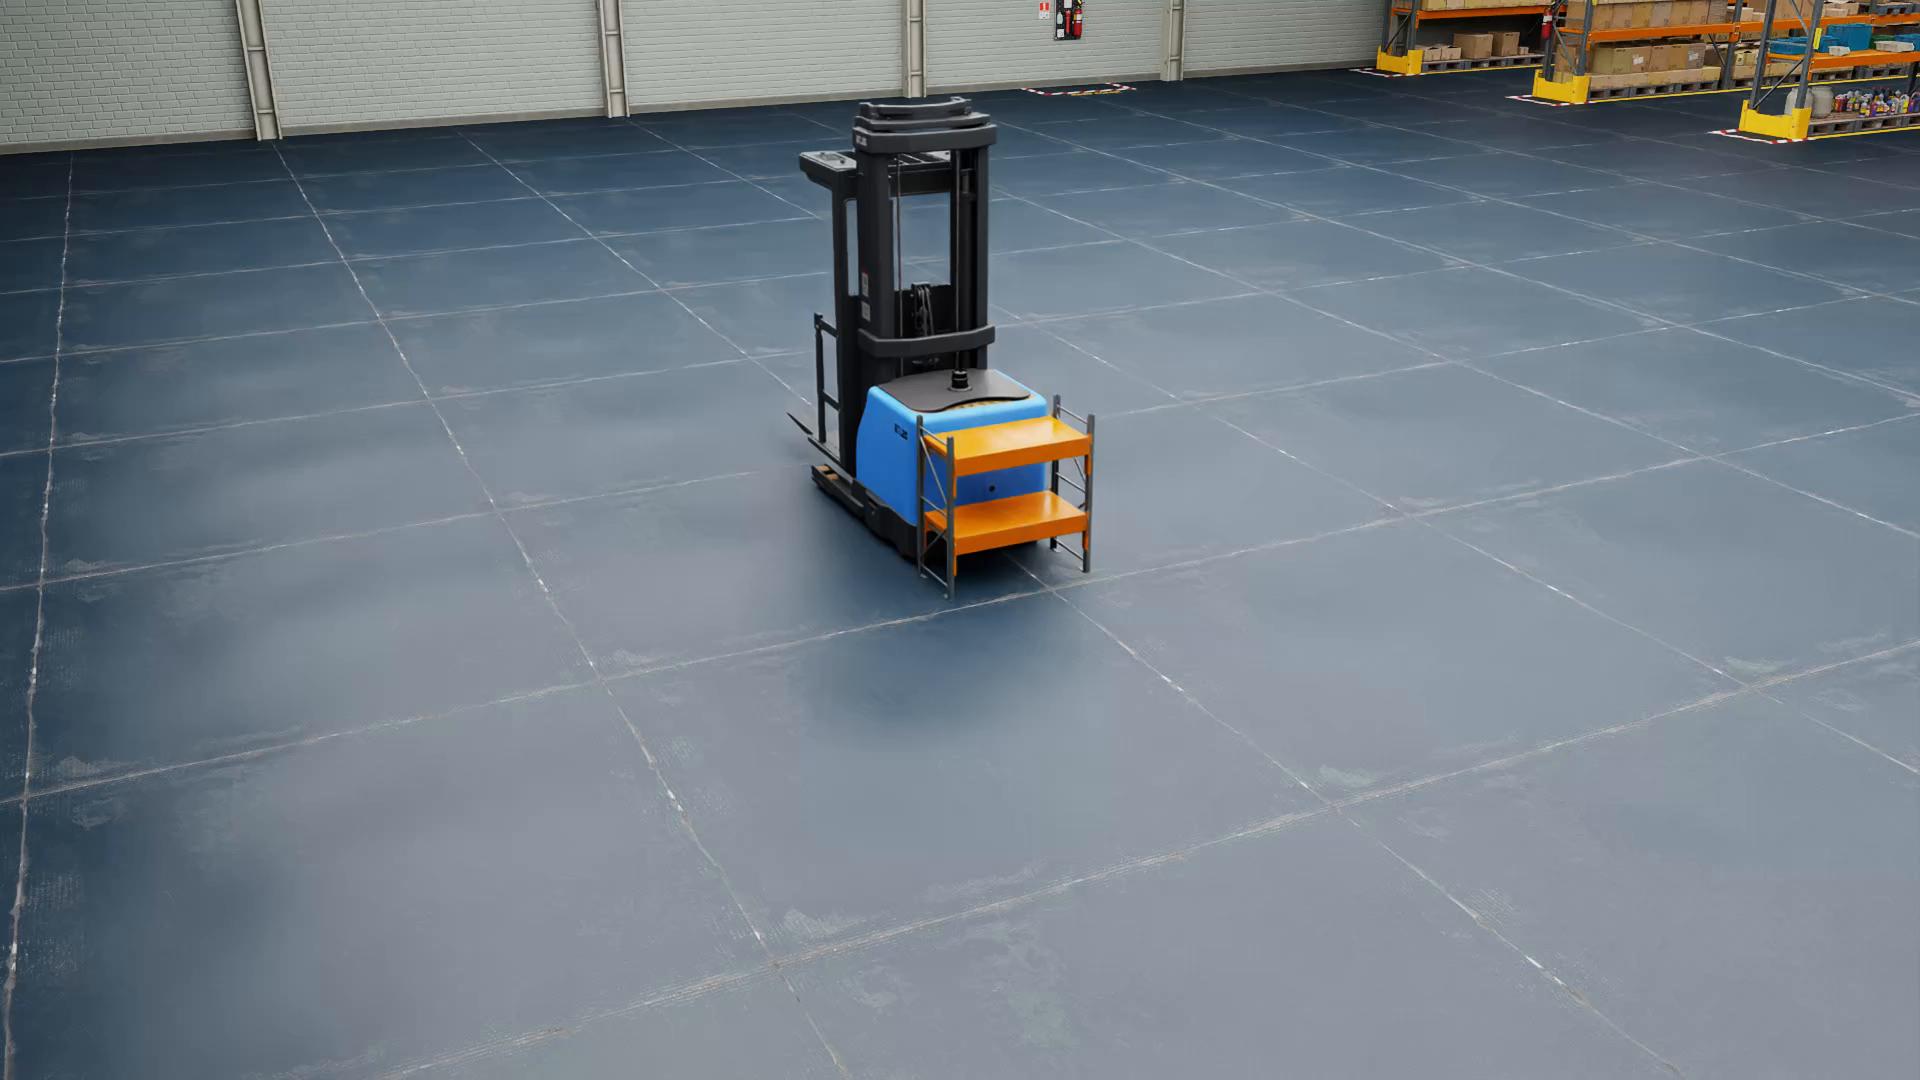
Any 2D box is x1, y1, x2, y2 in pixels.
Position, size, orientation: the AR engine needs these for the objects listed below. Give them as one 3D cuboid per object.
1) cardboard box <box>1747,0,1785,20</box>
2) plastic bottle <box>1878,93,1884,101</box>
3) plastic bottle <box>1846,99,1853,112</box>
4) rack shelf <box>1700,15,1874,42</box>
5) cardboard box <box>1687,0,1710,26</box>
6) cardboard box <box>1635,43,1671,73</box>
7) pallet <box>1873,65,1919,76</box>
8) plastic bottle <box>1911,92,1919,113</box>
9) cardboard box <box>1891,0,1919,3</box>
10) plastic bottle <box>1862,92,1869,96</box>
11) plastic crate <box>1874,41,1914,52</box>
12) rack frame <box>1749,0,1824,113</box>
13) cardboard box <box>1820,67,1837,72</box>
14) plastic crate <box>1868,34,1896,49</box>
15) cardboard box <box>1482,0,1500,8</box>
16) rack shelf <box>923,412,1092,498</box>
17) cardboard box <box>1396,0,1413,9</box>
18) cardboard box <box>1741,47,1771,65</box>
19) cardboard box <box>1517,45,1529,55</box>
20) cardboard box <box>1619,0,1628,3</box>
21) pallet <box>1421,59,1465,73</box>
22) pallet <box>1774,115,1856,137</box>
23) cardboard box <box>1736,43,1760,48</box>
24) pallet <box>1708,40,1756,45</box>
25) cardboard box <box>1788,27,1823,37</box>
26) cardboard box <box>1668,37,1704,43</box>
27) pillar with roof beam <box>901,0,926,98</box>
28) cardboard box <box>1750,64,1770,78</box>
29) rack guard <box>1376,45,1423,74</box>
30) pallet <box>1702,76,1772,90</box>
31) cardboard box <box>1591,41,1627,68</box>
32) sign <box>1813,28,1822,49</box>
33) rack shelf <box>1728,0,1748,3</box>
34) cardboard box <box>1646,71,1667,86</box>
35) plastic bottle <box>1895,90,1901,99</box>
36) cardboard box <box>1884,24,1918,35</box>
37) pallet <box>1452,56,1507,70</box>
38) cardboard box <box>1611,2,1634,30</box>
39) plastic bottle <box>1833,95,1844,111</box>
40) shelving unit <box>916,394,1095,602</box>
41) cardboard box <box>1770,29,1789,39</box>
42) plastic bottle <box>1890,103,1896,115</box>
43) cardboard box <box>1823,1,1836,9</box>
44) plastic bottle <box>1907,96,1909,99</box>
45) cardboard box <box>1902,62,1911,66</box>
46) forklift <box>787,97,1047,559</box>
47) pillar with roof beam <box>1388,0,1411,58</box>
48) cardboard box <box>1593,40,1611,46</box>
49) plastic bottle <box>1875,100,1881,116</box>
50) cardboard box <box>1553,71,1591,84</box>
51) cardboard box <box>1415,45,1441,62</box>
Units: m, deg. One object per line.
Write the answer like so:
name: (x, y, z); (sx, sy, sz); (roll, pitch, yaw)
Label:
cardboard box: (16.578, -10.984, 34.233); (0.500, 0.500, 0.500); (-9, 24, -20)
plastic bottle: (16.563, -7.907, 29.922); (0.097, 0.271, 0.097); (0, 22, 0)
plastic bottle: (15.844, -7.739, 29.607); (0.097, 0.201, 0.097); (0, 22, 0)
rack shelf: (17.206, -10.728, 34.685); (4.000, 0.370, 1.077); (-10, 25, -24)
cardboard box: (14.534, -10.609, 33.327); (0.500, 0.500, 0.700); (-11, 25, -24)
cardboard box: (13.732, -9.595, 33.074); (0.500, 0.500, 0.500); (-10, 25, -24)
pallet: (20.795, -10.415, 36.636); (1.213, 0.211, 1.003); (-10, 25, -24)
plastic bottle: (16.921, -7.762, 29.469); (0.185, 0.351, 0.144); (-12, 25, -26)
cardboard box: (20.434, -11.862, 35.804); (0.500, 0.500, 0.700); (-6, 23, -14)
plastic bottle: (16.305, -7.934, 29.971); (0.133, 0.283, 0.061); (-9, 24, -21)
plastic crate: (16.196, -8.542, 28.810); (0.437, 0.136, 0.530); (-10, 25, -24)
rack frame: (13.945, -8.357, 28.018); (0.127, 3.000, 1.000); (-10, 25, -24)
cardboard box: (18.177, -10.058, 35.171); (0.500, 0.250, 0.500); (-11, 25, -24)
plastic crate: (16.203, -8.795, 29.353); (0.662, 0.188, 0.450); (-10, 25, -24)
cardboard box: (11.605, -11.940, 36.842); (0.500, 0.250, 0.500); (-10, 25, -23)
rack shelf: (0.296, -0.562, 10.873); (1.000, 0.278, 0.538); (-11, 25, -24)
cardboard box: (9.985, -11.856, 36.640); (0.500, 0.250, 0.500); (-10, 25, -23)
cardboard box: (16.338, -9.975, 34.239); (0.500, 0.311, 0.500); (-11, 25, -24)
cardboard box: (12.783, -11.230, 38.087); (0.250, 0.166, 0.380); (-14, 26, -30)
cardboard box: (12.709, -10.488, 32.185); (0.250, 0.149, 0.380); (-10, 25, -23)
pallet: (10.464, -10.618, 37.126); (1.213, 0.211, 1.003); (-10, 25, -24)
pallet: (14.727, -7.231, 28.942); (1.213, 0.211, 1.003); (-10, 25, -24)
cardboard box: (16.561, -10.248, 34.897); (0.500, 0.311, 0.500); (-11, 25, -24)
pallet: (18.697, -12.116, 40.744); (1.213, 0.211, 1.003); (-10, 25, -24)
cardboard box: (21.179, -12.890, 41.687); (0.500, 0.500, 0.700); (-10, 25, -23)
cardboard box: (14.850, -10.030, 34.123); (0.500, 0.500, 0.500); (-10, 25, -24)
pillar with roof beam: (0.958, -11.484, 27.727); (0.400, 9.000, 9.100); (-10, 25, -24)
cardboard box: (16.336, -9.718, 34.351); (0.500, 0.250, 0.500); (-10, 24, -22)
rack guard: (9.716, -10.629, 36.775); (0.348, 0.500, 1.175); (-10, 25, -24)
pallet: (16.051, -9.576, 34.607); (1.213, 0.211, 1.003); (-10, 25, -24)
cardboard box: (13.049, -9.698, 33.321); (0.500, 0.500, 0.500); (-10, 25, -24)
sign: (14.179, -8.295, 27.505); (0.005, 0.325, 0.100); (-10, 25, -24)
rack shelf: (18.659, -13.098, 40.411); (4.000, 0.370, 1.077); (-10, 25, -24)
cardboard box: (13.732, -9.249, 33.218); (0.500, 0.250, 0.500); (-10, 25, -24)
plastic bottle: (17.072, -8.062, 30.296); (0.097, 0.271, 0.097); (0, 22, 0)
cardboard box: (20.718, -11.205, 36.610); (0.500, 0.250, 0.500); (-11, 25, -25)
pallet: (11.562, -10.819, 37.611); (1.213, 0.211, 1.003); (-10, 25, -24)
cardboard box: (12.697, -10.273, 32.515); (0.500, 0.500, 0.700); (-10, 24, -22)
plastic bottle: (15.648, -7.790, 29.634); (0.135, 0.276, 0.152); (-10, 25, -23)
shelving unit: (0.296, -0.292, 10.985); (1.048, 1.125, 0.538); (-11, 25, -24)
cardboard box: (19.931, -12.810, 41.037); (0.750, 0.750, 0.750); (-10, 25, -23)
plastic bottle: (16.387, -7.585, 29.236); (0.097, 0.201, 0.097); (0, 22, 0)
cardboard box: (18.118, -11.269, 35.169); (0.500, 0.311, 0.500); (-11, 25, -24)
plastic bottle: (16.834, -7.775, 29.596); (0.135, 0.276, 0.152); (-10, 25, -24)
cardboard box: (20.466, -10.588, 36.099); (0.500, 0.500, 0.500); (-11, 25, -24)
forklift: (-0.480, -1.753, 12.152); (1.130, 2.935, 3.031); (-10, 25, -23)
pillar with roof beam: (11.771, -13.474, 32.535); (0.400, 9.000, 9.100); (-10, 25, -24)
cardboard box: (14.829, -11.785, 38.991); (0.500, 0.500, 0.700); (-10, 25, -23)
plastic bottle: (16.022, -7.550, 29.060); (0.097, 0.271, 0.097); (0, 22, 0)
cardboard box: (12.155, -9.179, 33.050); (0.500, 0.250, 0.500); (-10, 25, -24)
cardboard box: (10.310, -10.816, 36.899); (0.500, 0.311, 0.500); (-14, 26, -30)
